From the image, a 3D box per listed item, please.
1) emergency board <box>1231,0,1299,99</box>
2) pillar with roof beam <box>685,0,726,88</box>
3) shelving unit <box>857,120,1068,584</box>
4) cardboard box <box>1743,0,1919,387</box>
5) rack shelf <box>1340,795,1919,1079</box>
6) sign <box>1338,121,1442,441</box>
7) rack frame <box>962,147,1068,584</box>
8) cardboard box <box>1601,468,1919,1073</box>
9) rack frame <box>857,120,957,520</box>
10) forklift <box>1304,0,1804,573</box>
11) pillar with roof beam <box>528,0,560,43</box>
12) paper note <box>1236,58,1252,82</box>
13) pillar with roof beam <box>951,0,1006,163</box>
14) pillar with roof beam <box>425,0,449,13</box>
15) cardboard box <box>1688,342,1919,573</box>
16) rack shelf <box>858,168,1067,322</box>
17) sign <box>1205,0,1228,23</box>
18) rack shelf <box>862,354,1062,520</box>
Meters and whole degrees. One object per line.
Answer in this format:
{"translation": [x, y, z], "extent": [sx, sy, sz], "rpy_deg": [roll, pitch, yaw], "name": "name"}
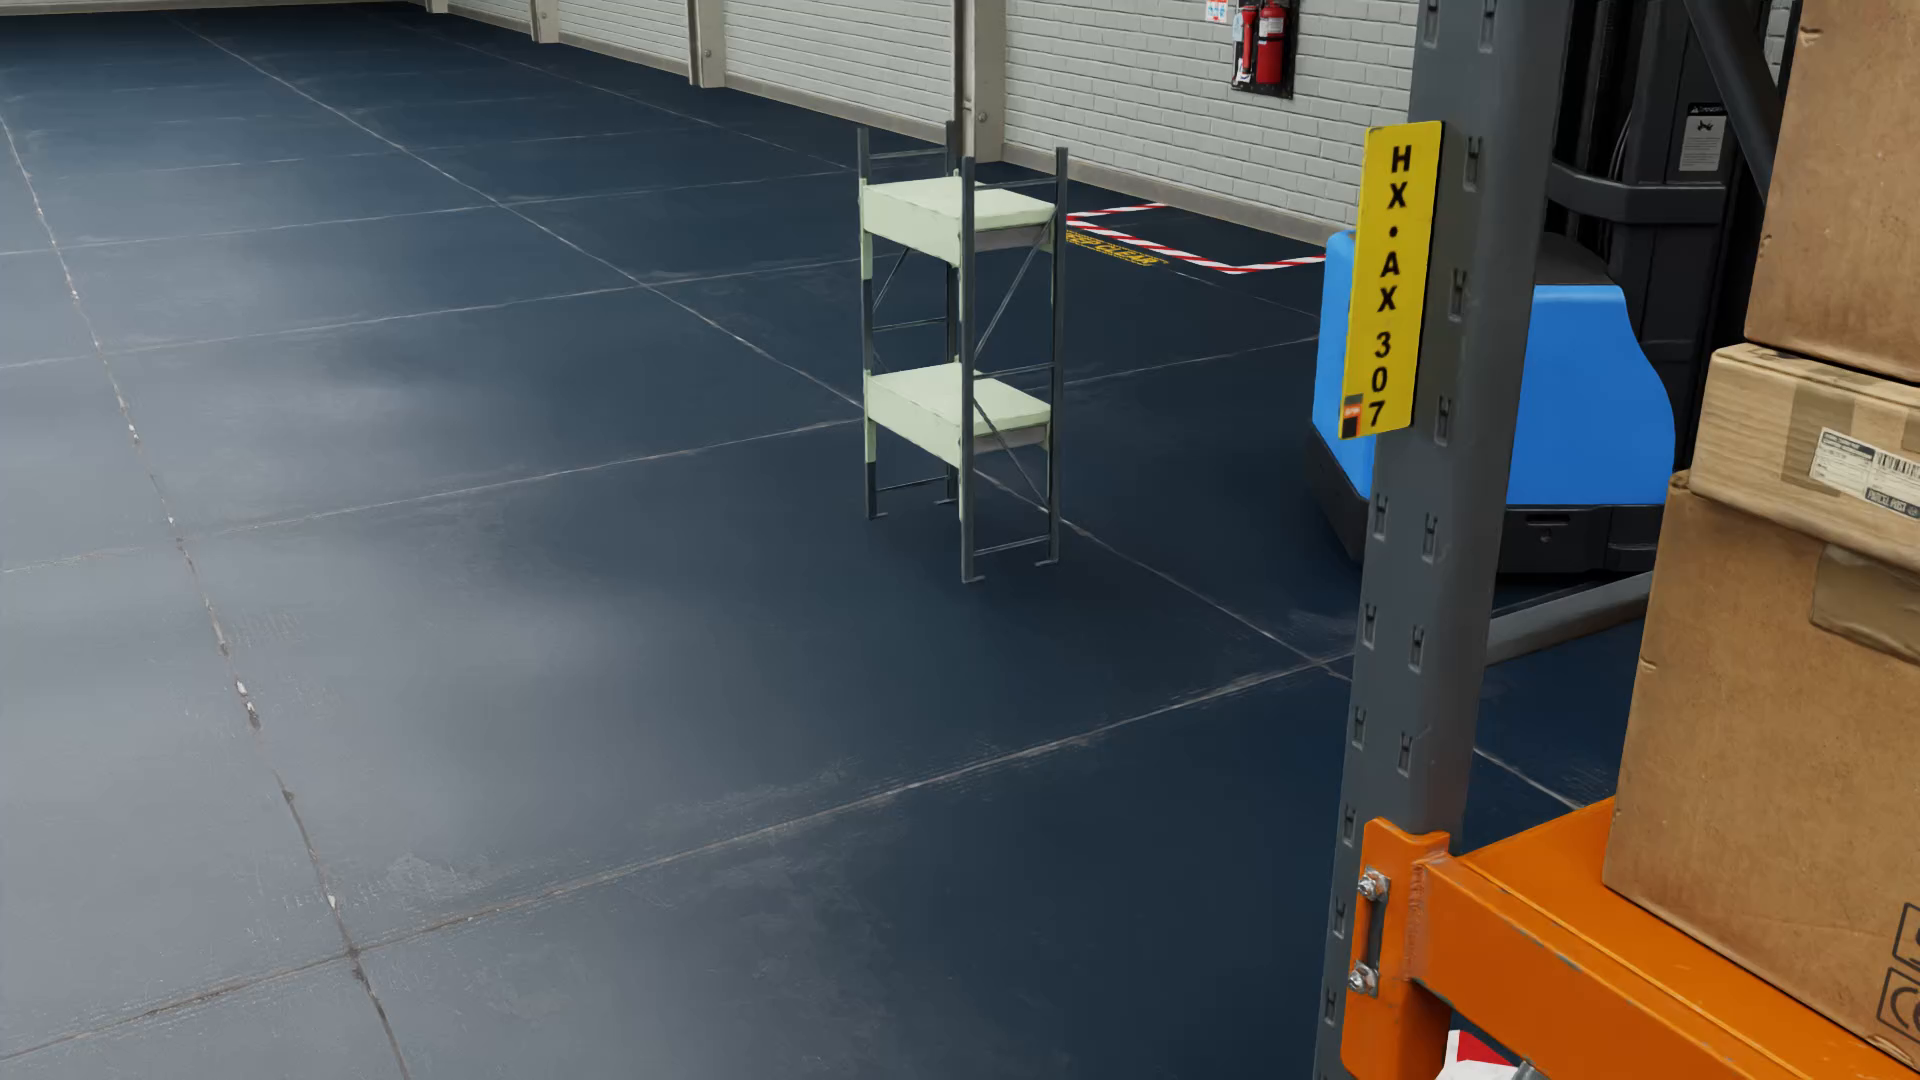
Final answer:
{"translation": [1.989, -3.576, 11.126], "extent": [0.194, 1.169, 0.643], "rpy_deg": [-13, 25, -28], "name": "emergency board"}
{"translation": [-6.612, -8.605, 15.530], "extent": [9.100, 9.000, 0.400], "rpy_deg": [-13, 25, -28], "name": "pillar with roof beam"}
{"translation": [-0.003, -0.697, 6.034], "extent": [0.431, 1.500, 0.755], "rpy_deg": [-13, 25, -28], "name": "shelving unit"}
{"translation": [1.180, -0.409, 1.480], "extent": [0.700, 0.500, 0.500], "rpy_deg": [-13, 25, -28], "name": "cardboard box"}
{"translation": [1.947, 1.048, 0.705], "extent": [1.077, 0.370, 4.000], "rpy_deg": [-13, 25, -28], "name": "rack shelf"}
{"translation": [0.445, -0.266, 1.727], "extent": [0.100, 0.325, 0.005], "rpy_deg": [-13, 25, -28], "name": "sign"}
{"translation": [0.184, -0.578, 5.743], "extent": [0.400, 1.500, 0.023], "rpy_deg": [-13, 25, -28], "name": "rack frame"}
{"translation": [1.153, 0.174, 1.766], "extent": [0.700, 0.500, 0.500], "rpy_deg": [-13, 25, -28], "name": "cardboard box"}
{"translation": [-0.190, -0.815, 6.326], "extent": [0.400, 1.500, 0.023], "rpy_deg": [-13, 25, -28], "name": "rack frame"}
{"translation": [2.913, -1.387, 5.831], "extent": [3.031, 2.935, 1.130], "rpy_deg": [0, 22, 0], "name": "forklift"}
{"translation": [-9.677, -10.547, 20.309], "extent": [9.100, 9.000, 0.400], "rpy_deg": [-13, 25, -28], "name": "pillar with roof beam"}
{"translation": [1.958, -3.239, 11.466], "extent": [0.016, 0.148, 0.142], "rpy_deg": [-13, 25, -28], "name": "paper note"}
{"translation": [-3.547, -6.662, 10.752], "extent": [9.100, 9.000, 0.400], "rpy_deg": [-13, 25, -28], "name": "pillar with roof beam"}
{"translation": [-12.742, -12.489, 25.087], "extent": [9.100, 9.000, 0.400], "rpy_deg": [-13, 25, -28], "name": "pillar with roof beam"}
{"translation": [0.941, -0.111, 1.607], "extent": [0.380, 0.149, 0.250], "rpy_deg": [-13, 25, -29], "name": "cardboard box"}
{"translation": [-0.003, -1.058, 5.887], "extent": [0.431, 0.370, 0.720], "rpy_deg": [-13, 25, -28], "name": "rack shelf"}
{"translation": [1.795, -3.792, 11.609], "extent": [0.001, 0.329, 0.234], "rpy_deg": [-13, 25, -28], "name": "sign"}
{"translation": [-0.003, -0.395, 6.157], "extent": [0.431, 0.370, 0.720], "rpy_deg": [-13, 25, -28], "name": "rack shelf"}
